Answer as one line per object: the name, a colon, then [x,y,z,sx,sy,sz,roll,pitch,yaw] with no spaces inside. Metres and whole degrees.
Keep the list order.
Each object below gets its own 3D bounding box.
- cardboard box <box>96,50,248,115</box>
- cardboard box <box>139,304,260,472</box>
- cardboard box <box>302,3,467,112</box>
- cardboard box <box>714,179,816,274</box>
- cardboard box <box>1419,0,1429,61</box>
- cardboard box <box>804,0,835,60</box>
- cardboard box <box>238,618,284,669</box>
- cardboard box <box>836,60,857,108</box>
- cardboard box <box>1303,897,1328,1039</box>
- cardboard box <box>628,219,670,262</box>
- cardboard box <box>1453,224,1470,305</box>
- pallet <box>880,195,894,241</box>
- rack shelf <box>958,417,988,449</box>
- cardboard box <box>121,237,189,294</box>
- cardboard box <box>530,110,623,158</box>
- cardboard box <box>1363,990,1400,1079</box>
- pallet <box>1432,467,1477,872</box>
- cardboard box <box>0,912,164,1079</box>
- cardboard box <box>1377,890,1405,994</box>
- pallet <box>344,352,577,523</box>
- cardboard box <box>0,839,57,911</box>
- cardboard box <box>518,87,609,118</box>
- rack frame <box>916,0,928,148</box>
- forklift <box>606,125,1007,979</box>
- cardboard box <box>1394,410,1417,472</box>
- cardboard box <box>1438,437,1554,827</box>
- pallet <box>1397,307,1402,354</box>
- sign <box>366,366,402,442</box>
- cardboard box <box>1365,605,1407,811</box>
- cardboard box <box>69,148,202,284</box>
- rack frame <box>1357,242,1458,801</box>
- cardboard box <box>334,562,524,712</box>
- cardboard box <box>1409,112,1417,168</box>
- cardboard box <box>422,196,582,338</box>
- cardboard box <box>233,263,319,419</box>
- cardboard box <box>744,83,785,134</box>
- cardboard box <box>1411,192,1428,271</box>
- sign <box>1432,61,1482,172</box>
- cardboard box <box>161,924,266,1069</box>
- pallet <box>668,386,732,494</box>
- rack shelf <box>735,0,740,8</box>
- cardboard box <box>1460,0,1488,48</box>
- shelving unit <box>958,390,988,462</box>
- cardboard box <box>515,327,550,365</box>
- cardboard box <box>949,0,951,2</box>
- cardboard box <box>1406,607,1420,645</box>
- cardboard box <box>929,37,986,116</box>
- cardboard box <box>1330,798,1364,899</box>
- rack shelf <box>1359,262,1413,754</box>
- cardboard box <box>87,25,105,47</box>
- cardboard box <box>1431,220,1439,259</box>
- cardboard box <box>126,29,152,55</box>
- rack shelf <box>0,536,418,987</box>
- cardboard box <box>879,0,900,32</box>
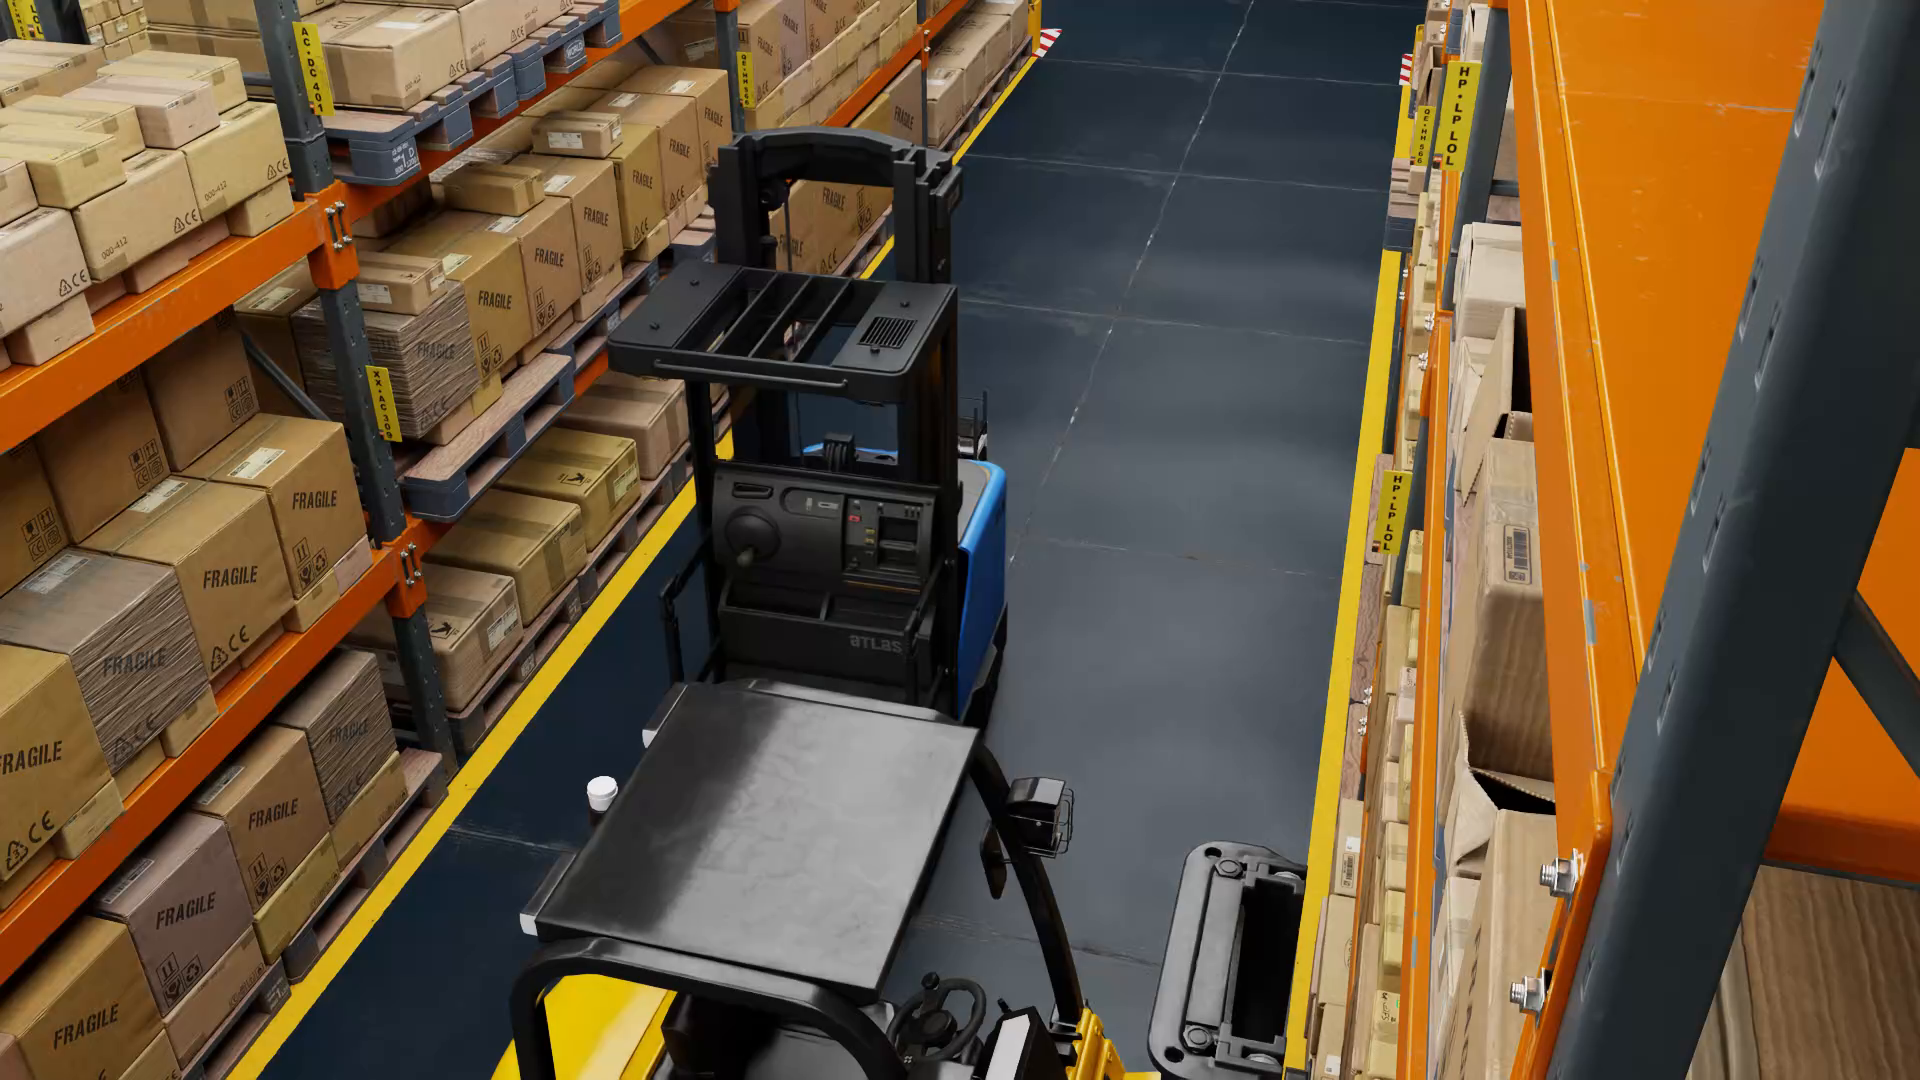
cardboard box: [-2.671,-1.542,5.645,0.380,0.149,0.250,9,33,13]
cardboard box: [-3.123,-0.631,6.214,0.700,0.500,0.500,8,33,12]
cardboard box: [-2.266,-1.869,6.415,0.500,0.250,0.500,7,33,11]
cardboard box: [-1.531,-1.944,11.170,0.875,0.875,0.875,8,33,12]
cardboard box: [3.691,-3.717,11.885,0.700,0.500,0.500,9,34,14]
cardboard box: [-1.162,-3.528,11.048,0.500,0.500,0.500,9,34,14]
cardboard box: [-2.787,0.329,6.240,0.380,0.149,0.250,8,33,13]
cardboard box: [-1.045,-3.269,11.806,0.500,0.250,0.500,8,33,12]
cardboard box: [1.557,1.623,6.143,0.500,0.250,0.500,8,33,13]
cardboard box: [-1.789,-1.625,8.922,0.380,0.149,0.250,9,33,13]
cardboard box: [1.593,-0.754,4.663,0.380,0.149,0.250,9,33,13]
pallet: [-0.894,-2.804,13.534,1.003,0.211,1.213,8,33,12]
rack shelf: [0.002,-0.584,8.958,0.258,0.077,0.200,8,33,12]
cardboard box: [-2.778,-0.940,5.440,0.380,0.149,0.250,8,33,13]
cardboard box: [-1.929,-2.047,8.377,0.380,0.149,0.250,6,33,10]
cardboard box: [1.099,1.177,3.697,0.380,0.149,0.250,9,33,13]
pallet: [1.497,0.282,3.366,1.003,0.211,1.213,8,33,12]
cardboard box: [-3.076,1.578,5.514,0.500,0.500,0.500,9,33,13]
cardboard box: [1.253,1.047,4.179,0.380,0.149,0.250,7,33,11]
pallet: [-2.467,-0.536,7.546,1.003,0.211,1.213,8,33,12]
cardboard box: [-3.088,0.992,5.198,0.380,0.149,0.250,7,33,11]
cardboard box: [-2.250,-2.187,9.203,0.500,0.500,0.500,10,34,15]
rack frame: [-0.772,-4.392,13.432,1.000,3.000,0.127,8,33,12]
forklift: [-0.606,0.012,6.569,1.130,2.935,3.031,7,33,11]
cardboard box: [2.001,-0.271,6.625,0.500,0.250,0.500,7,33,11]
cardboard box: [1.219,0.201,2.834,0.700,0.500,0.500,8,33,13]
pallet: [3.553,-1.479,11.449,1.003,0.211,1.213,8,33,12]
sign: [-2.275,-0.536,6.559,0.100,0.325,0.005,8,33,12]
cardboard box: [1.635,0.586,5.508,0.500,0.500,0.500,7,33,11]
cardboard box: [-2.781,-1.040,5.227,0.500,0.250,0.500,7,33,12]
rack frame: [2.000,0.434,5.842,1.000,3.000,0.127,8,33,12]
cardboard box: [-2.671,0.419,7.923,0.950,0.372,0.625,8,33,13]
cardboard box: [2.970,-2.347,9.965,0.500,0.250,0.500,6,33,10]
cardboard box: [-2.140,-1.304,7.813,0.500,0.500,0.500,8,33,12]
cardboard box: [-2.906,-0.856,7.108,0.500,0.500,0.500,7,33,11]
cardboard box: [-1.419,-2.693,10.434,0.500,0.250,0.500,8,33,12]
cardboard box: [2.642,-1.596,8.708,0.500,0.250,0.500,8,33,12]
sign: [1.473,-1.252,4.922,0.100,0.325,0.005,8,33,12]
cardboard box: [-2.951,1.627,6.136,0.500,0.250,0.500,9,33,13]
pallet: [-1.986,-0.734,10.277,1.003,0.211,1.213,8,33,12]
rack shelf: [-1.279,-4.316,11.187,1.077,0.370,4.000,8,33,12]
cardboard box: [2.338,-2.299,6.766,0.500,0.500,0.500,9,33,14]
shelving unit: [0.002,-0.384,9.085,0.258,0.900,0.210,8,33,12]
cardboard box: [-2.180,-0.969,7.890,0.380,0.149,0.250,9,33,13]
cardboard box: [-0.268,-4.902,14.142,0.500,0.500,0.500,8,33,13]
cardboard box: [1.665,0.247,5.437,0.380,0.149,0.250,8,33,12]
cardboard box: [-0.282,-4.263,15.227,0.875,0.438,0.875,7,33,11]
cardboard box: [1.574,1.203,5.871,0.500,0.250,0.500,8,33,12]
rack shelf: [2.508,-0.300,7.667,1.077,0.370,4.000,8,33,12]
cardboard box: [-6.217,-3.499,11.593,0.380,0.149,0.250,10,34,15]
cardboard box: [2.489,-1.420,8.059,0.380,0.149,0.250,8,33,13]
cardboard box: [-6.088,-3.633,12.081,0.380,0.149,0.250,10,34,15]
rack shelf: [-3.309,1.101,5.462,1.077,0.370,4.000,8,33,12]
cardboard box: [-0.768,-4.017,12.516,0.500,0.250,0.500,9,33,14]
